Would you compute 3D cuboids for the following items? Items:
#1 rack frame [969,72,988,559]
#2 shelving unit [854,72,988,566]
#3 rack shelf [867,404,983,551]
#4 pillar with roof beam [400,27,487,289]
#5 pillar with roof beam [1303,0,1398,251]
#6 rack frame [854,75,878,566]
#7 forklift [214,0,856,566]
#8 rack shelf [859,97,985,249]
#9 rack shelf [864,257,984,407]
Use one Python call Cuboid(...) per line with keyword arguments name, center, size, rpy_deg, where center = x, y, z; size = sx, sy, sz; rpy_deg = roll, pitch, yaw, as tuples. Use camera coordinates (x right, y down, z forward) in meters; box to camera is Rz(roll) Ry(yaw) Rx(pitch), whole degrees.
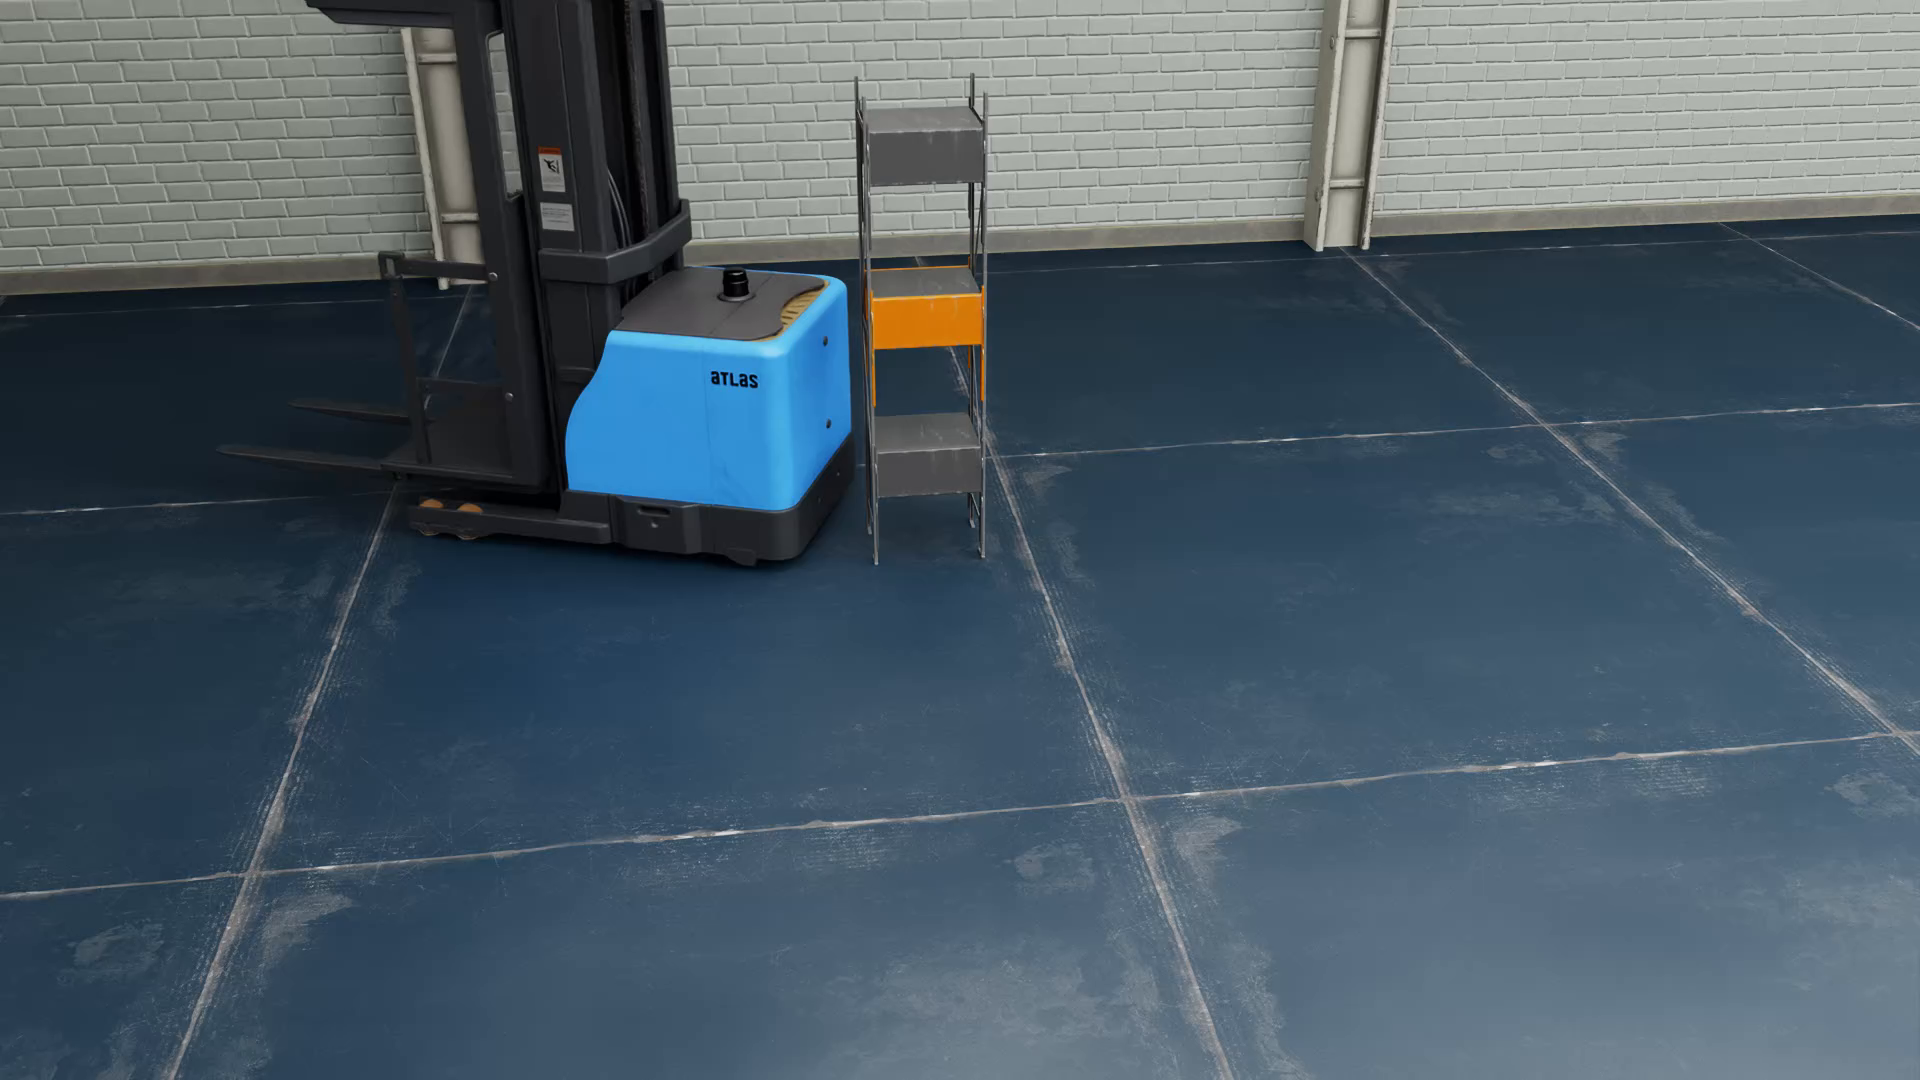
Cuboid(name="rack frame", center=(0.078, -0.939, 7.280), size=(0.015, 2.100, 0.400), rpy_deg=(-4, 27, -7))
Cuboid(name="shelving unit", center=(-0.164, -0.924, 7.250), size=(0.503, 2.100, 0.431), rpy_deg=(-4, 27, -7))
Cuboid(name="rack shelf", center=(-0.164, -0.289, 7.576), size=(0.480, 0.518, 0.431), rpy_deg=(-4, 27, -7))
Cuboid(name="pillar with roof beam", center=(-2.663, -3.793, 5.285), size=(0.400, 9.000, 9.100), rpy_deg=(-4, 27, -7))
Cuboid(name="pillar with roof beam", center=(3.279, -4.175, 6.029), size=(0.400, 9.000, 9.100), rpy_deg=(-4, 27, -7))
Cuboid(name="rack frame", center=(-0.406, -0.908, 7.220), size=(0.015, 2.100, 0.400), rpy_deg=(-4, 27, -7))
Cuboid(name="forklift", center=(-2.090, -1.530, 7.521), size=(3.031, 2.935, 1.130), rpy_deg=(6, 28, 12))
Cuboid(name="rack shelf", center=(-0.164, -1.534, 6.937), size=(0.480, 0.518, 0.431), rpy_deg=(-4, 27, -7))
Cuboid(name="rack shelf", center=(-0.164, -0.912, 7.256), size=(0.480, 0.518, 0.431), rpy_deg=(-4, 27, -7))
